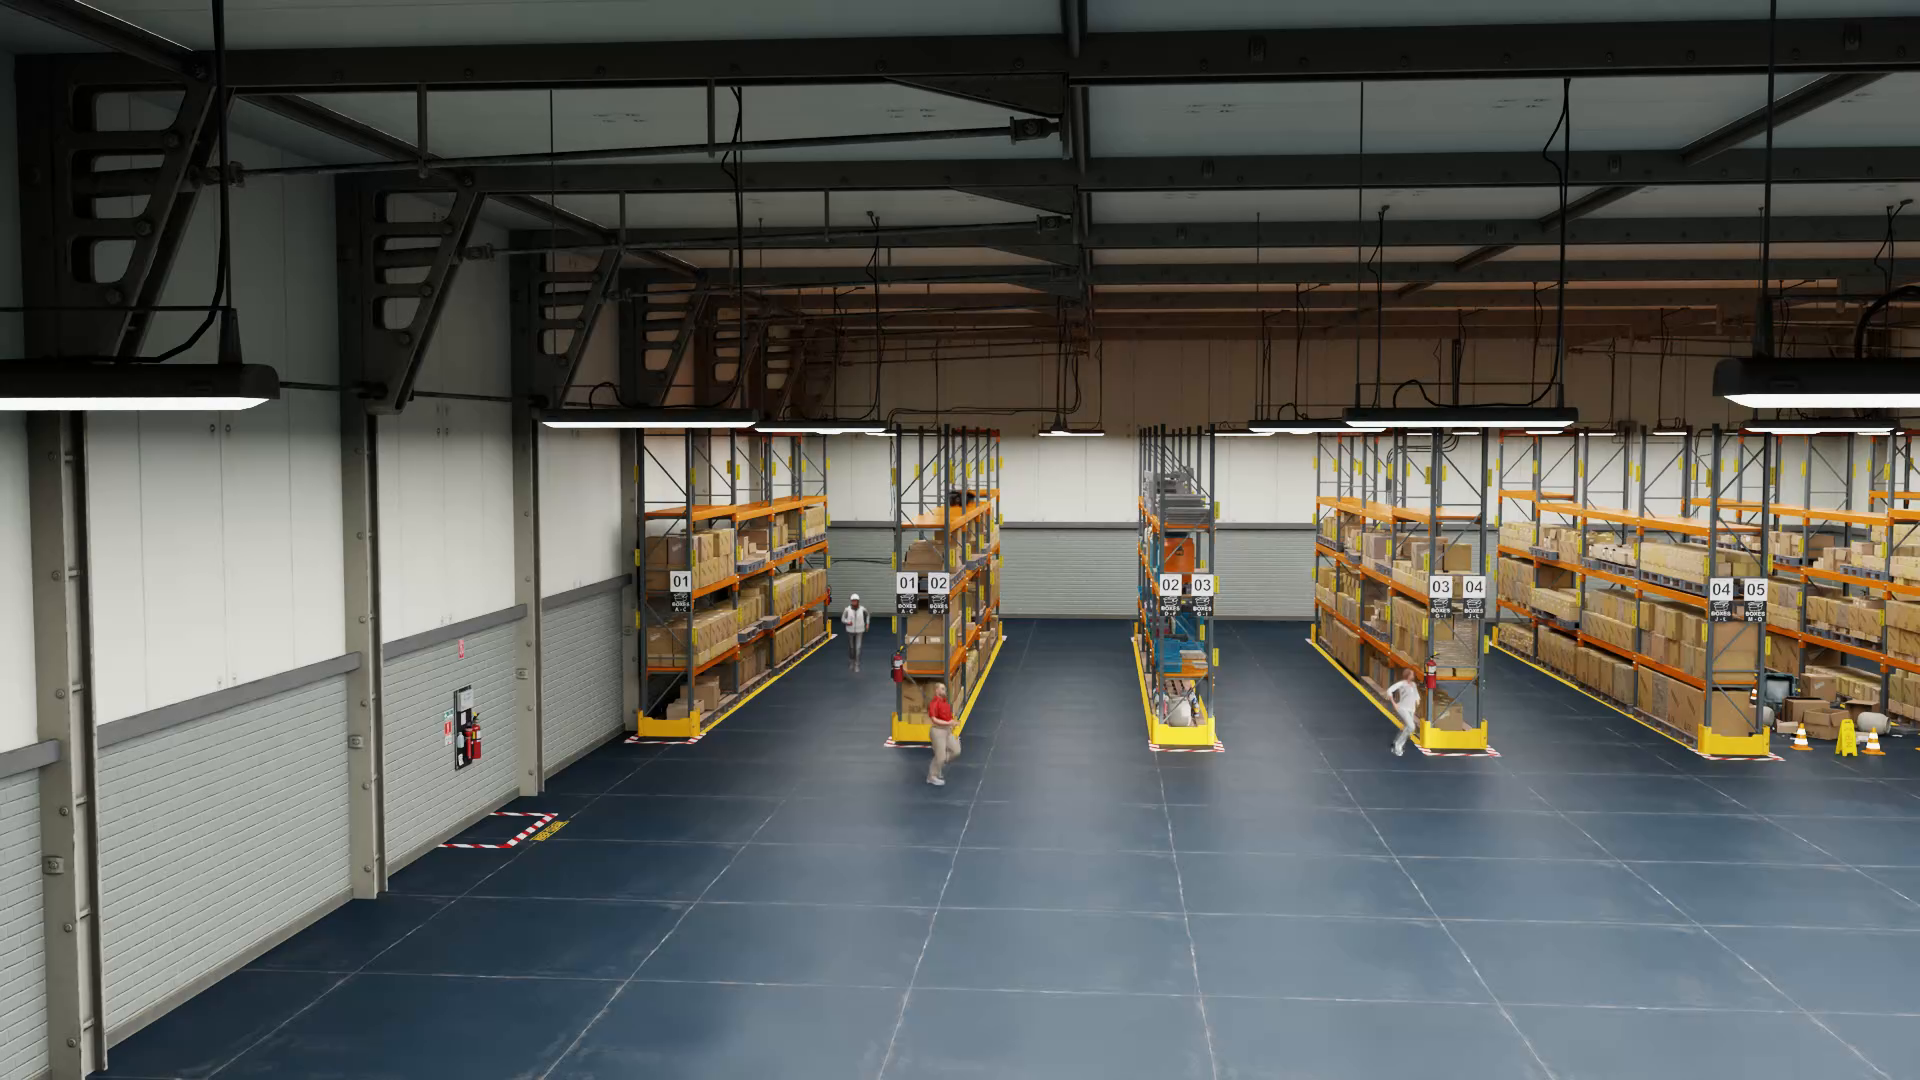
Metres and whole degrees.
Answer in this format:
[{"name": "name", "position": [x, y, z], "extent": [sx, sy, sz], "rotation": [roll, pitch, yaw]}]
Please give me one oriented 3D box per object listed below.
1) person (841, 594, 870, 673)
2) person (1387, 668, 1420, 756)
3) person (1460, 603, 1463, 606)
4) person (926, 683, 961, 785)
[{"name": "person", "position": [-2.454, 2.177, 39.058], "extent": [0.676, 1.820, 0.814], "rotation": [0, 3, -2]}, {"name": "person", "position": [8.082, 3.107, 30.086], "extent": [0.553, 1.562, 0.550], "rotation": [-3, 4, -38]}, {"name": "person", "position": [14.391, 2.004, 47.431], "extent": [0.776, 1.680, 0.784], "rotation": [0, 3, -2]}, {"name": "person", "position": [-0.262, 3.199, 27.492], "extent": [0.607, 1.688, 0.651], "rotation": [2, 4, 24]}]
